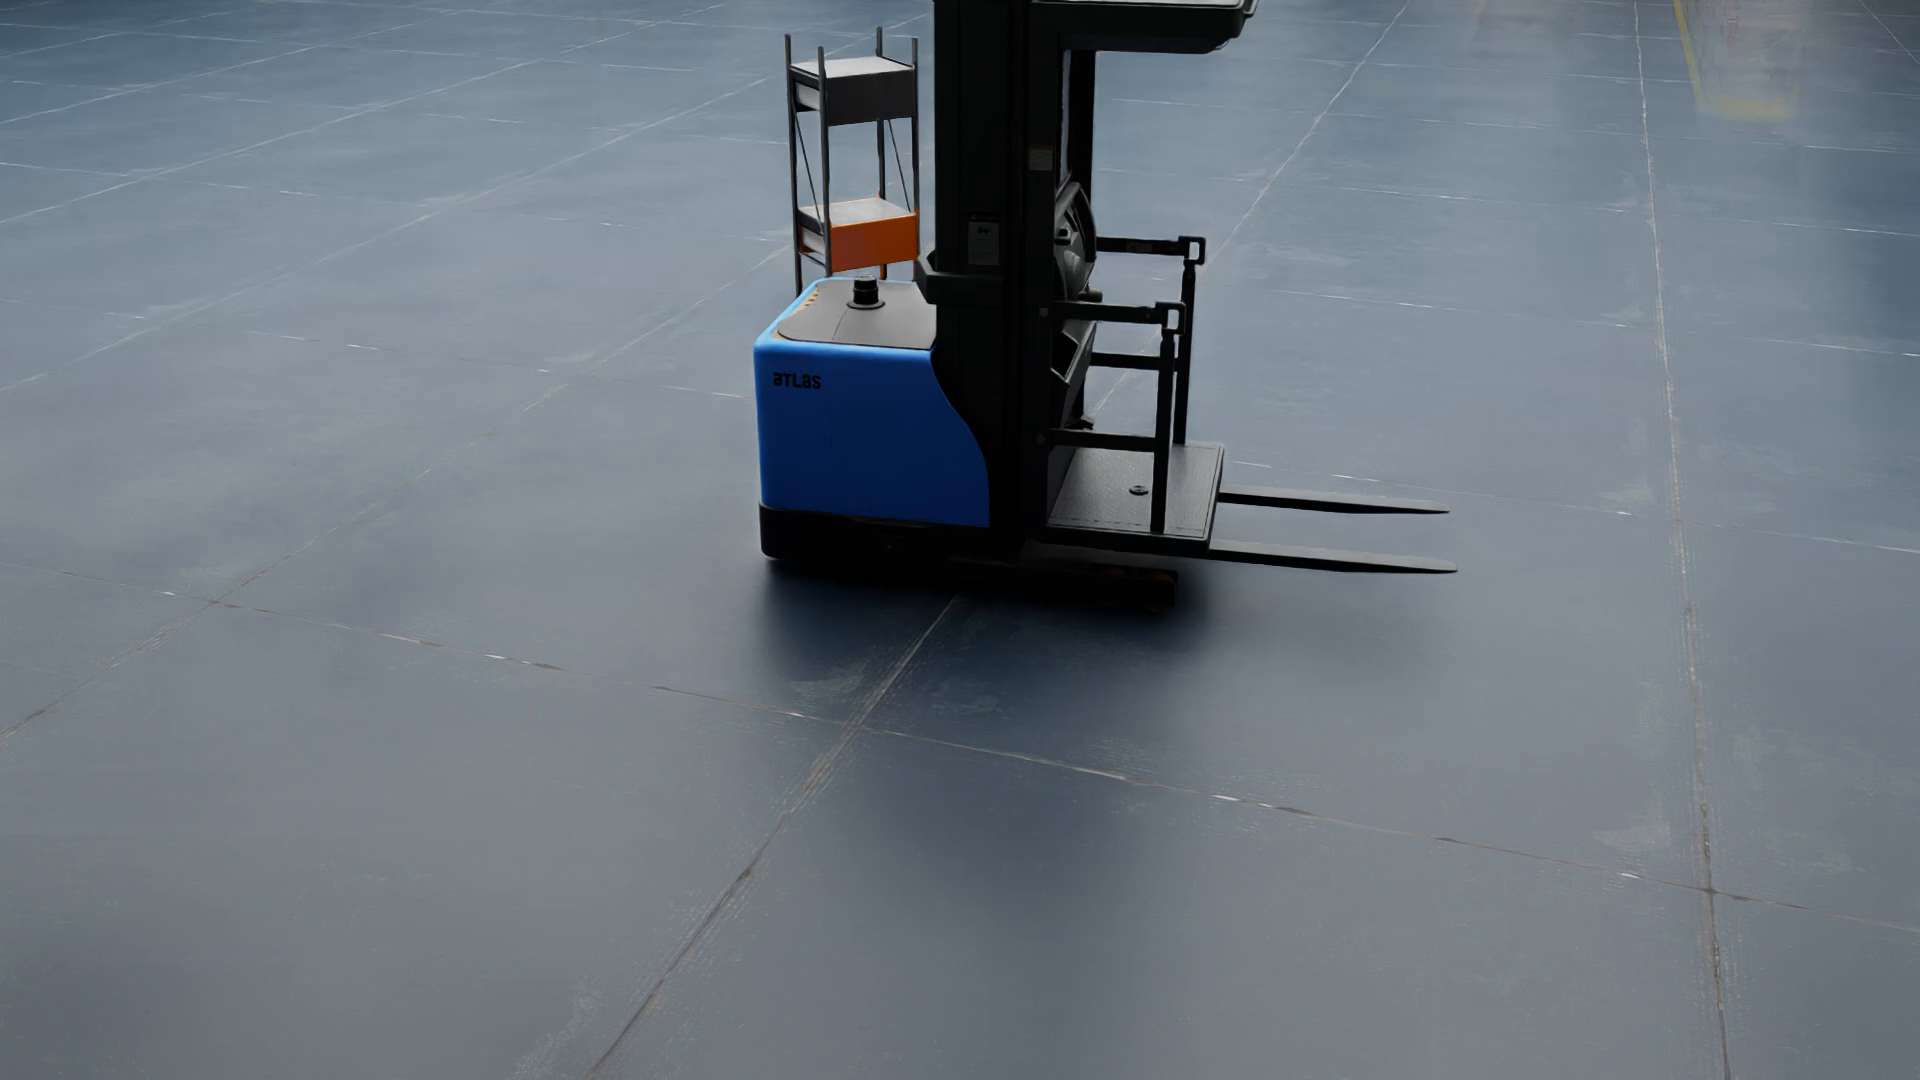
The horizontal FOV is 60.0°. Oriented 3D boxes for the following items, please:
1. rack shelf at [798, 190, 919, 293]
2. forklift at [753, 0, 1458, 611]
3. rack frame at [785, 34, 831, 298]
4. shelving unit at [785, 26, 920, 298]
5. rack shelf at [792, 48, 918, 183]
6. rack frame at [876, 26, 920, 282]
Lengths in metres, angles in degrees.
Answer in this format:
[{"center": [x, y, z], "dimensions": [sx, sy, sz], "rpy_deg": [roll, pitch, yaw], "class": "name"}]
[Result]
[{"center": [-0.514, -1.418, 8.301], "dimensions": [0.480, 0.518, 0.431], "rpy_deg": [-14, 29, -27], "class": "rack shelf"}, {"center": [0.674, -1.267, 7.004], "dimensions": [3.031, 2.935, 1.130], "rpy_deg": [5, 26, 11], "class": "forklift"}, {"center": [-0.726, -1.378, 8.186], "dimensions": [0.015, 2.100, 0.400], "rpy_deg": [-14, 29, -27], "class": "rack frame"}, {"center": [-0.514, -1.430, 8.295], "dimensions": [0.503, 2.100, 0.431], "rpy_deg": [-14, 29, -27], "class": "shelving unit"}, {"center": [-0.514, -2.048, 7.995], "dimensions": [0.480, 0.518, 0.431], "rpy_deg": [-14, 29, -27], "class": "rack shelf"}, {"center": [-0.303, -1.483, 8.404], "dimensions": [0.015, 2.100, 0.400], "rpy_deg": [-14, 29, -27], "class": "rack frame"}]
